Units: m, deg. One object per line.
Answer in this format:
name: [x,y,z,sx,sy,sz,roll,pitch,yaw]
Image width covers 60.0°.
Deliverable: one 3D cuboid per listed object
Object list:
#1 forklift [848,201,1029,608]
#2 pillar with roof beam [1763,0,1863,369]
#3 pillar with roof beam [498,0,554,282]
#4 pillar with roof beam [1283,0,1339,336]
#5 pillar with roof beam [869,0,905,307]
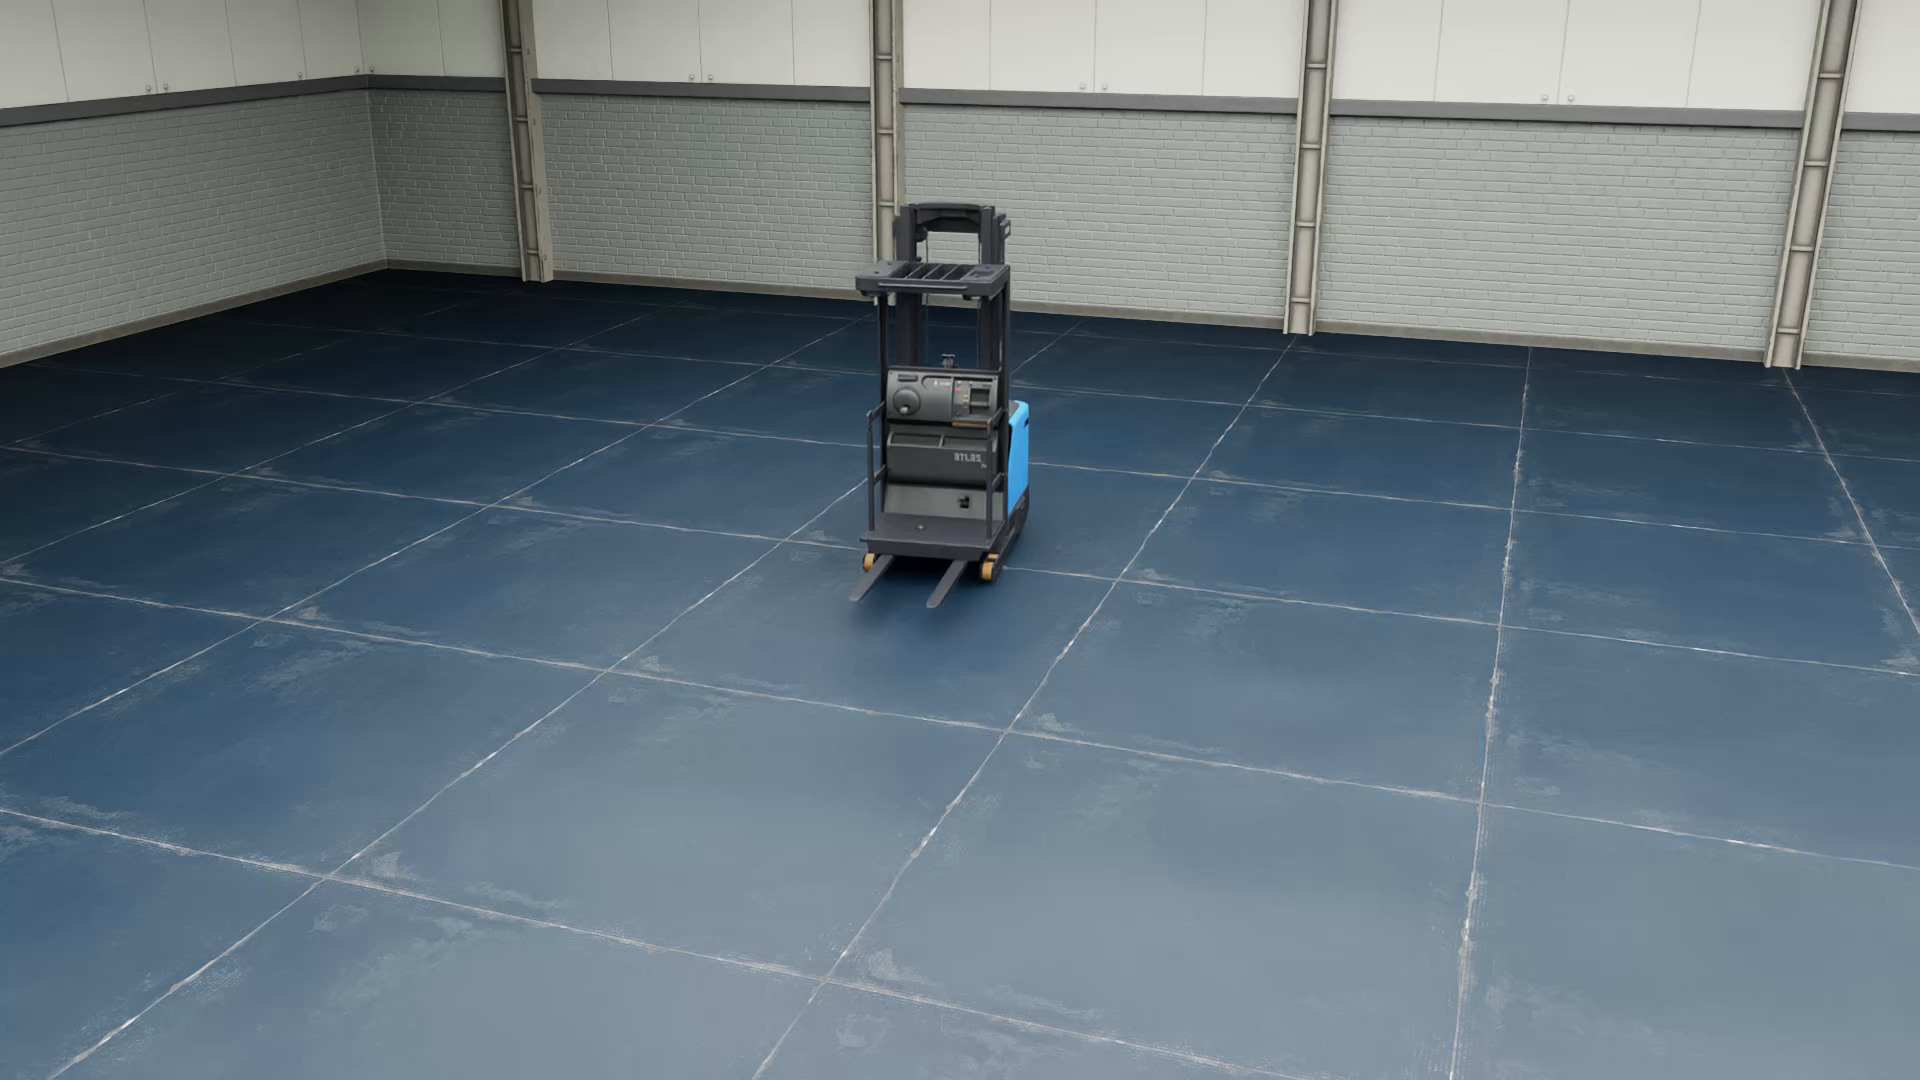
forklift: [-0.189,-1.177,13.500,1.130,2.935,3.031,4,20,12]
pillar with roof beam: [8.890,-5.100,15.536,0.400,9.000,9.100,7,20,18]
pillar with roof beam: [-8.113,-7.044,21.114,0.400,9.000,9.100,7,20,18]
pillar with roof beam: [3.222,-5.748,17.395,0.400,9.000,9.100,7,20,18]
pillar with roof beam: [-2.446,-6.396,19.255,0.400,9.000,9.100,7,20,18]
